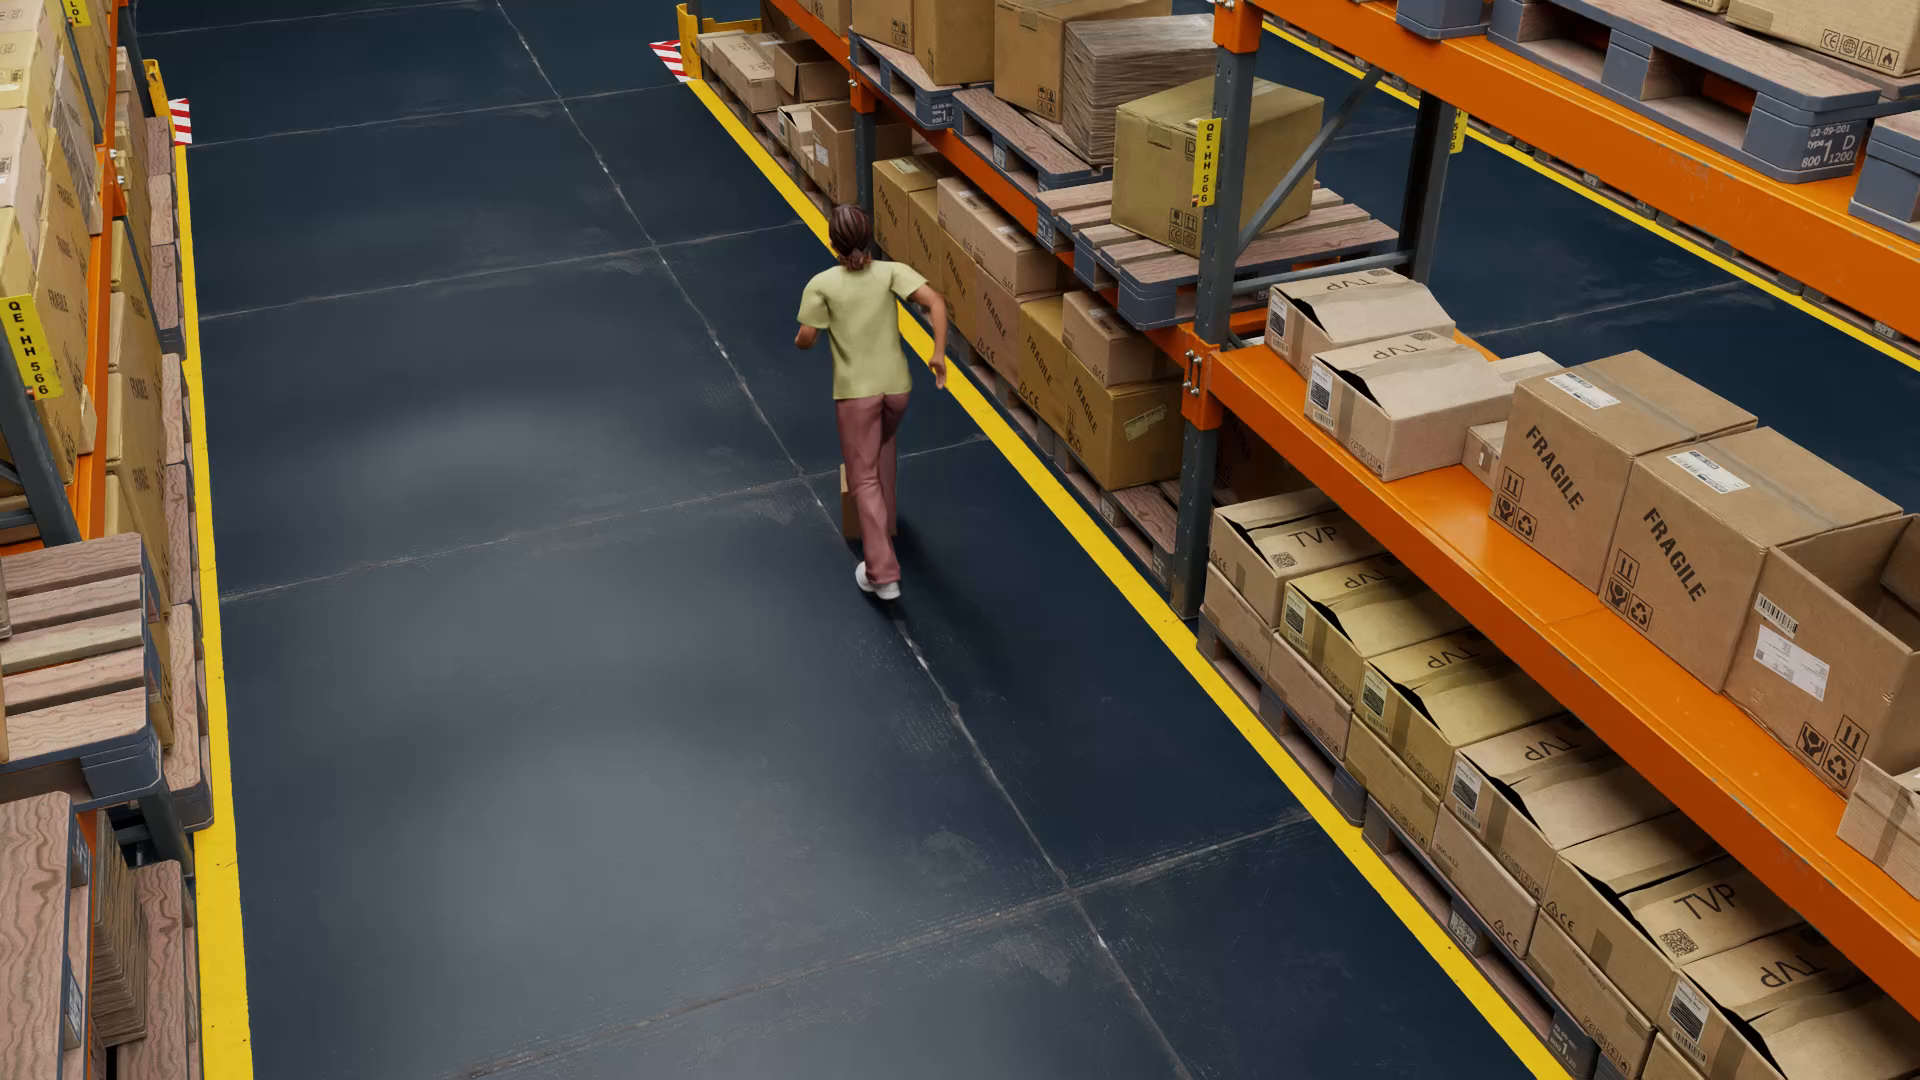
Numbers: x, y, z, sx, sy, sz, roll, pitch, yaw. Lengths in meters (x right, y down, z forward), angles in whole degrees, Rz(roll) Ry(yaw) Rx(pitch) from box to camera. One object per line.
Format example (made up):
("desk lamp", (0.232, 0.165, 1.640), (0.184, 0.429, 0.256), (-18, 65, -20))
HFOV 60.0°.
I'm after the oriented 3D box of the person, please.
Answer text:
("person", (-0.366, -0.596, 7.103), (0.571, 1.600, 0.913), (-16, 37, -22))
